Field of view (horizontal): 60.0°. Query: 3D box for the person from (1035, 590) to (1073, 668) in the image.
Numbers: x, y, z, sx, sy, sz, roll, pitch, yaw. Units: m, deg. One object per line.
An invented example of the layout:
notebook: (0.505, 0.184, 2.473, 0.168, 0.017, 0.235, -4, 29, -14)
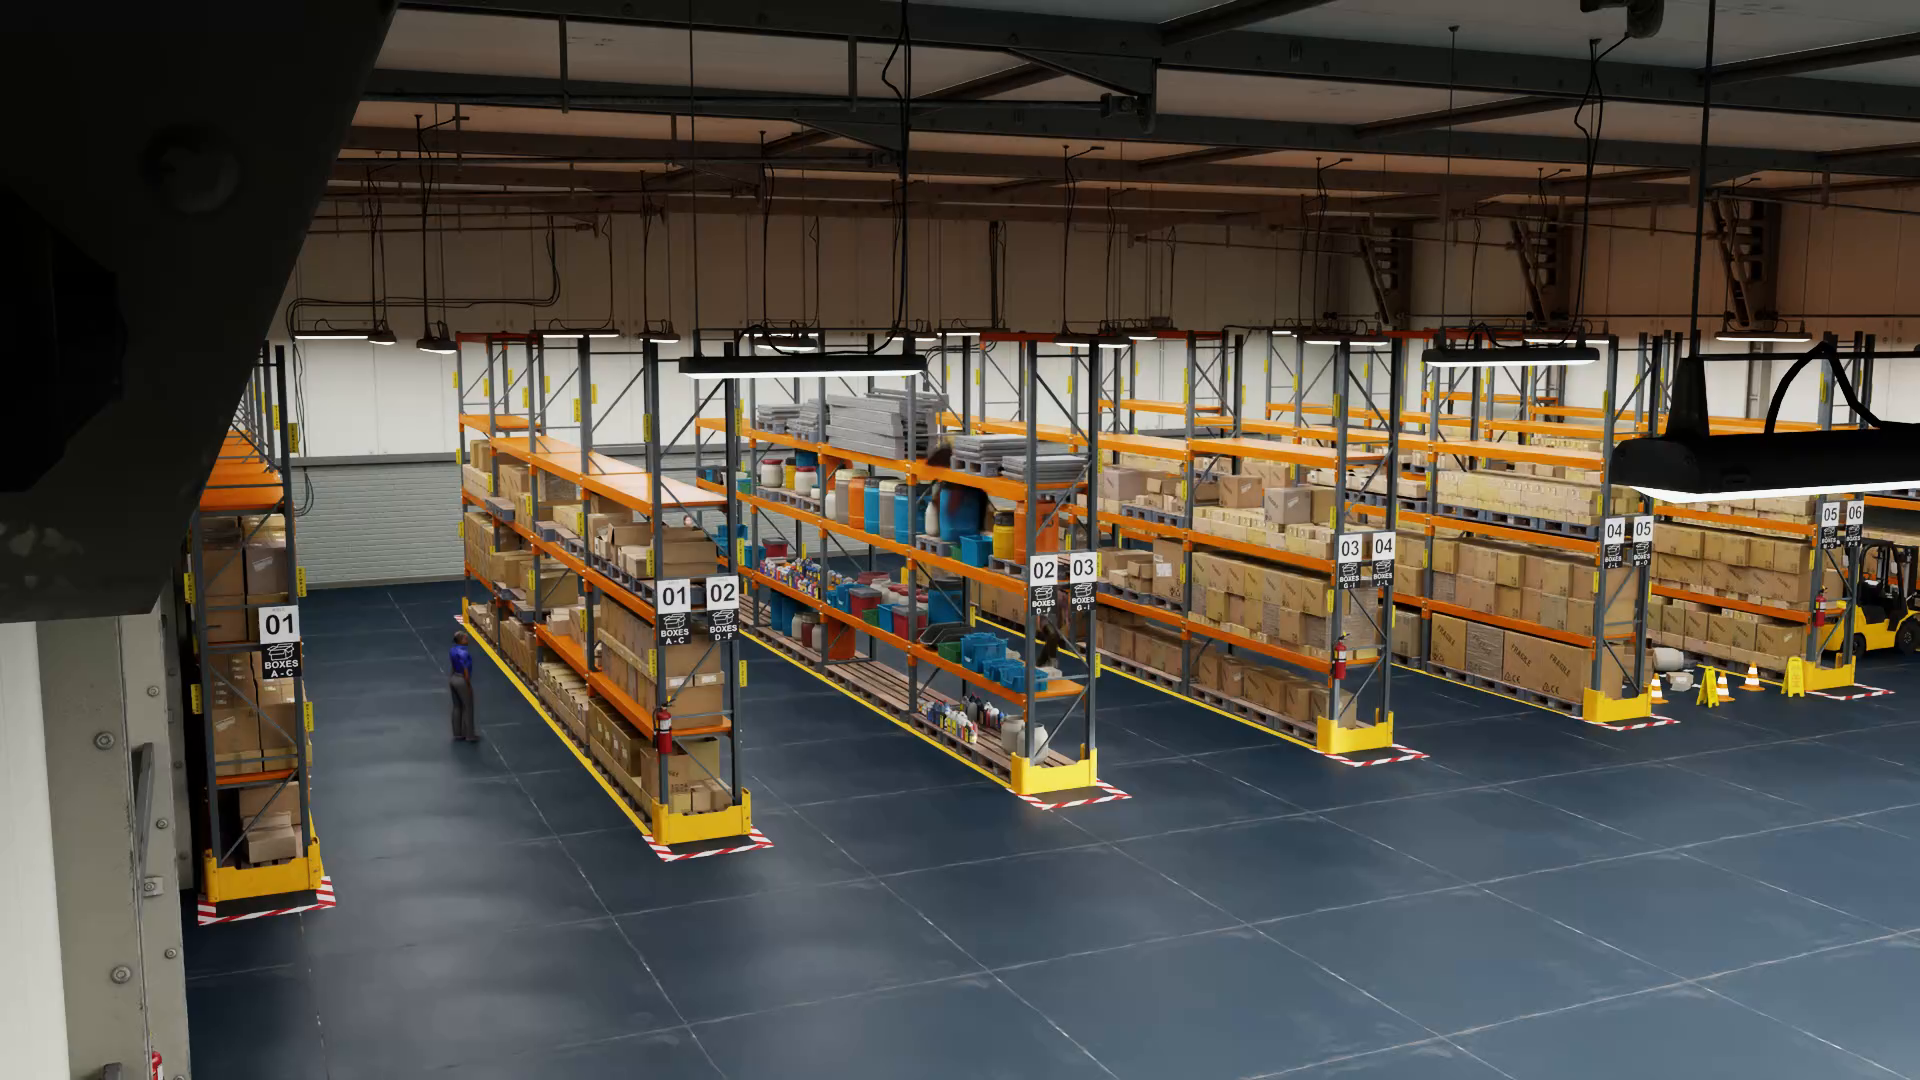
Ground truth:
person: (1.657, 1.505, 29.393, 0.612, 1.702, 1.028, -3, 8, -24)

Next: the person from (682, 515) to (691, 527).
person: (-6.422, 0.226, 39.357, 0.462, 1.628, 1.048, -2, 8, -15)

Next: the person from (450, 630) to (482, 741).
person: (-7.386, 2.168, 24.822, 0.405, 1.646, 0.519, -6, 9, -35)
